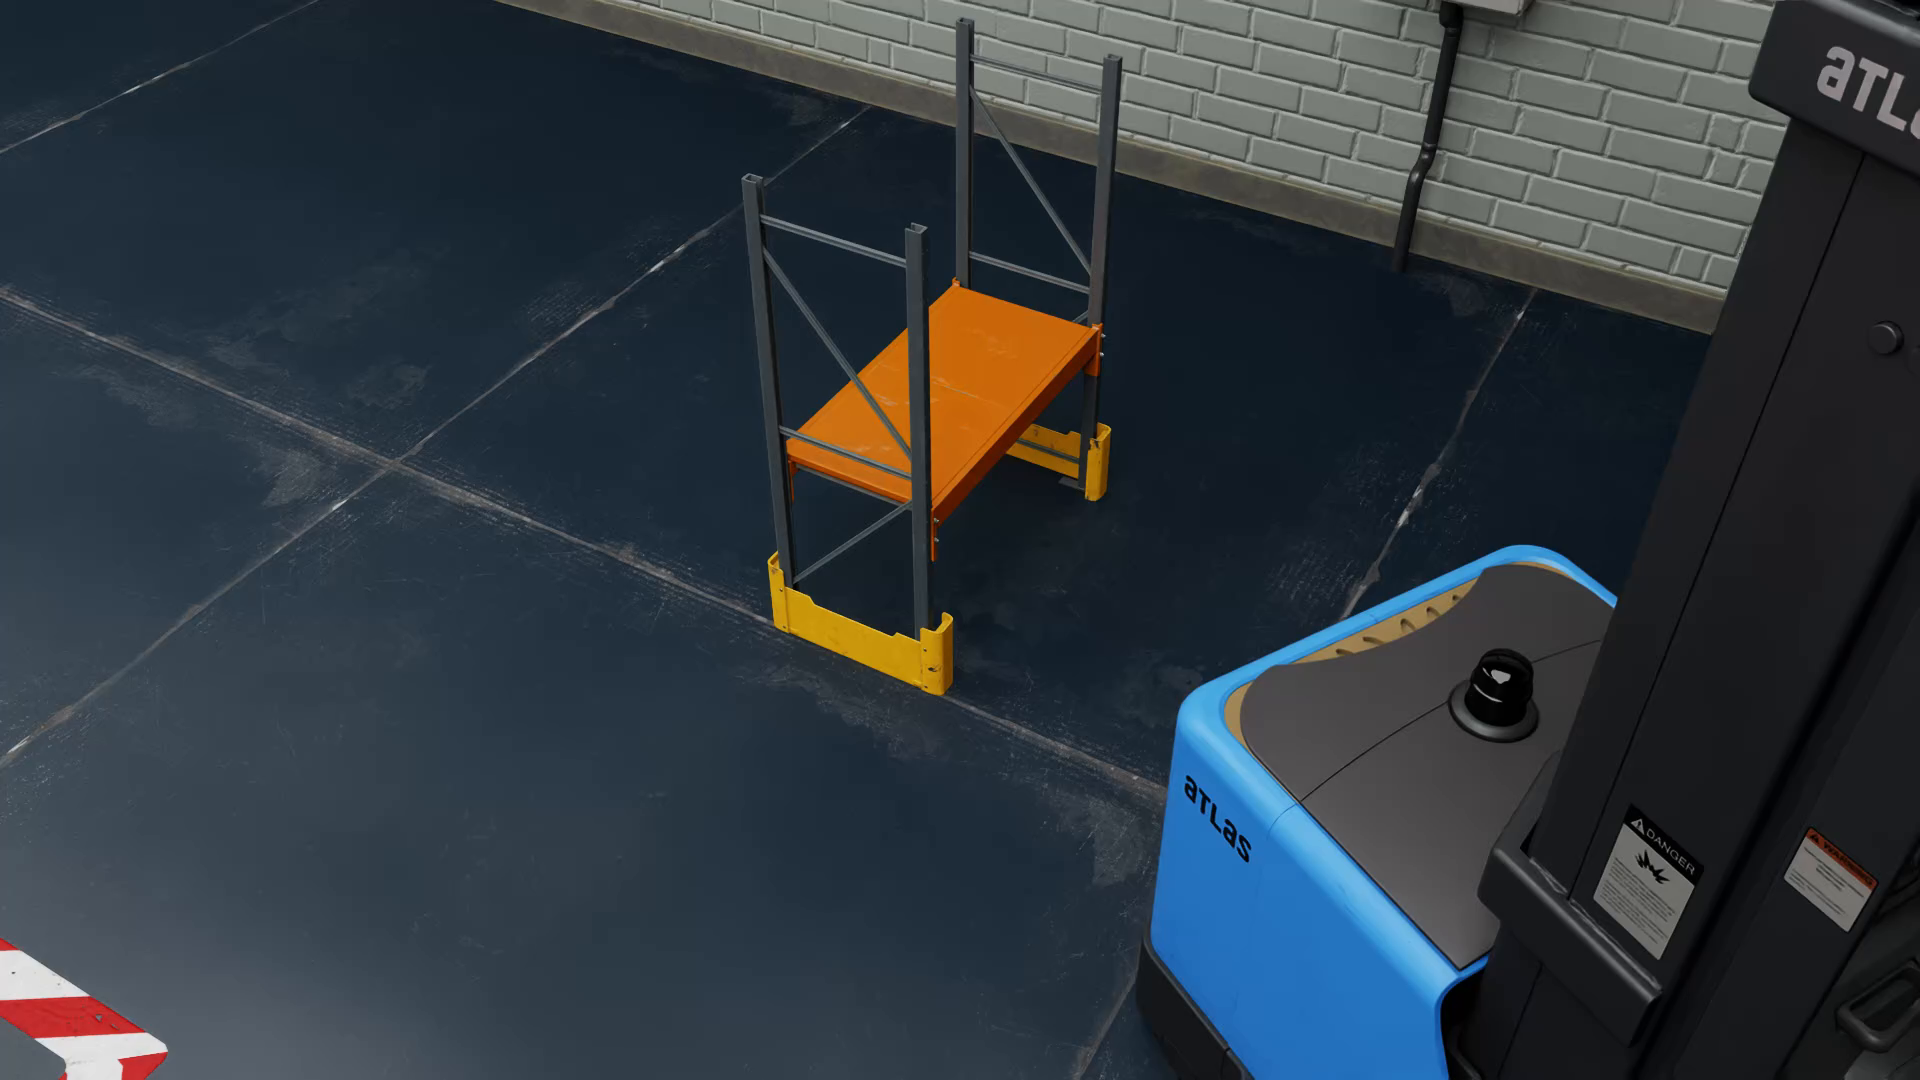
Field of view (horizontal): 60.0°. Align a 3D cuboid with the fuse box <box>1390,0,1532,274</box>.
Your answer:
[{"bbox_3d":[1.701,-1.661,5.841,0.539,1.711,0.414,21,45,22],"label":"fuse box"}]

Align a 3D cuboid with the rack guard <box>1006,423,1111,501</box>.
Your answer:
[{"bbox_3d":[0.211,-0.335,5.441,0.587,0.250,0.087,21,45,22],"label":"rack guard"}]

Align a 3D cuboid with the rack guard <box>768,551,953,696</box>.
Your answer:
[{"bbox_3d":[-0.287,0.235,4.794,0.587,0.250,0.087,21,45,22],"label":"rack guard"}]

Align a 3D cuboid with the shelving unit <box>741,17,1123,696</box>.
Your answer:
[{"bbox_3d":[-0.038,-0.519,4.705,0.587,1.500,1.083,21,45,22],"label":"shelving unit"}]

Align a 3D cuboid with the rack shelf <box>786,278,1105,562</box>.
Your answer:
[{"bbox_3d":[-0.043,-0.379,4.818,0.538,0.185,1.000,21,45,22],"label":"rack shelf"}]

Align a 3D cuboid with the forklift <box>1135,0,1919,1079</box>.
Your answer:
[{"bbox_3d":[1.593,0.694,2.244,1.130,2.935,3.031,-21,46,-22],"label":"forklift"}]

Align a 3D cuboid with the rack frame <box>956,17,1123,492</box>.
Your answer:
[{"bbox_3d":[0.212,-0.805,5.029,0.500,1.500,0.032,21,45,22],"label":"rack frame"}]

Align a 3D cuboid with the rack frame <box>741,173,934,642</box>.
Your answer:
[{"bbox_3d":[-0.297,-0.223,4.369,0.500,1.500,0.032,21,45,22],"label":"rack frame"}]
